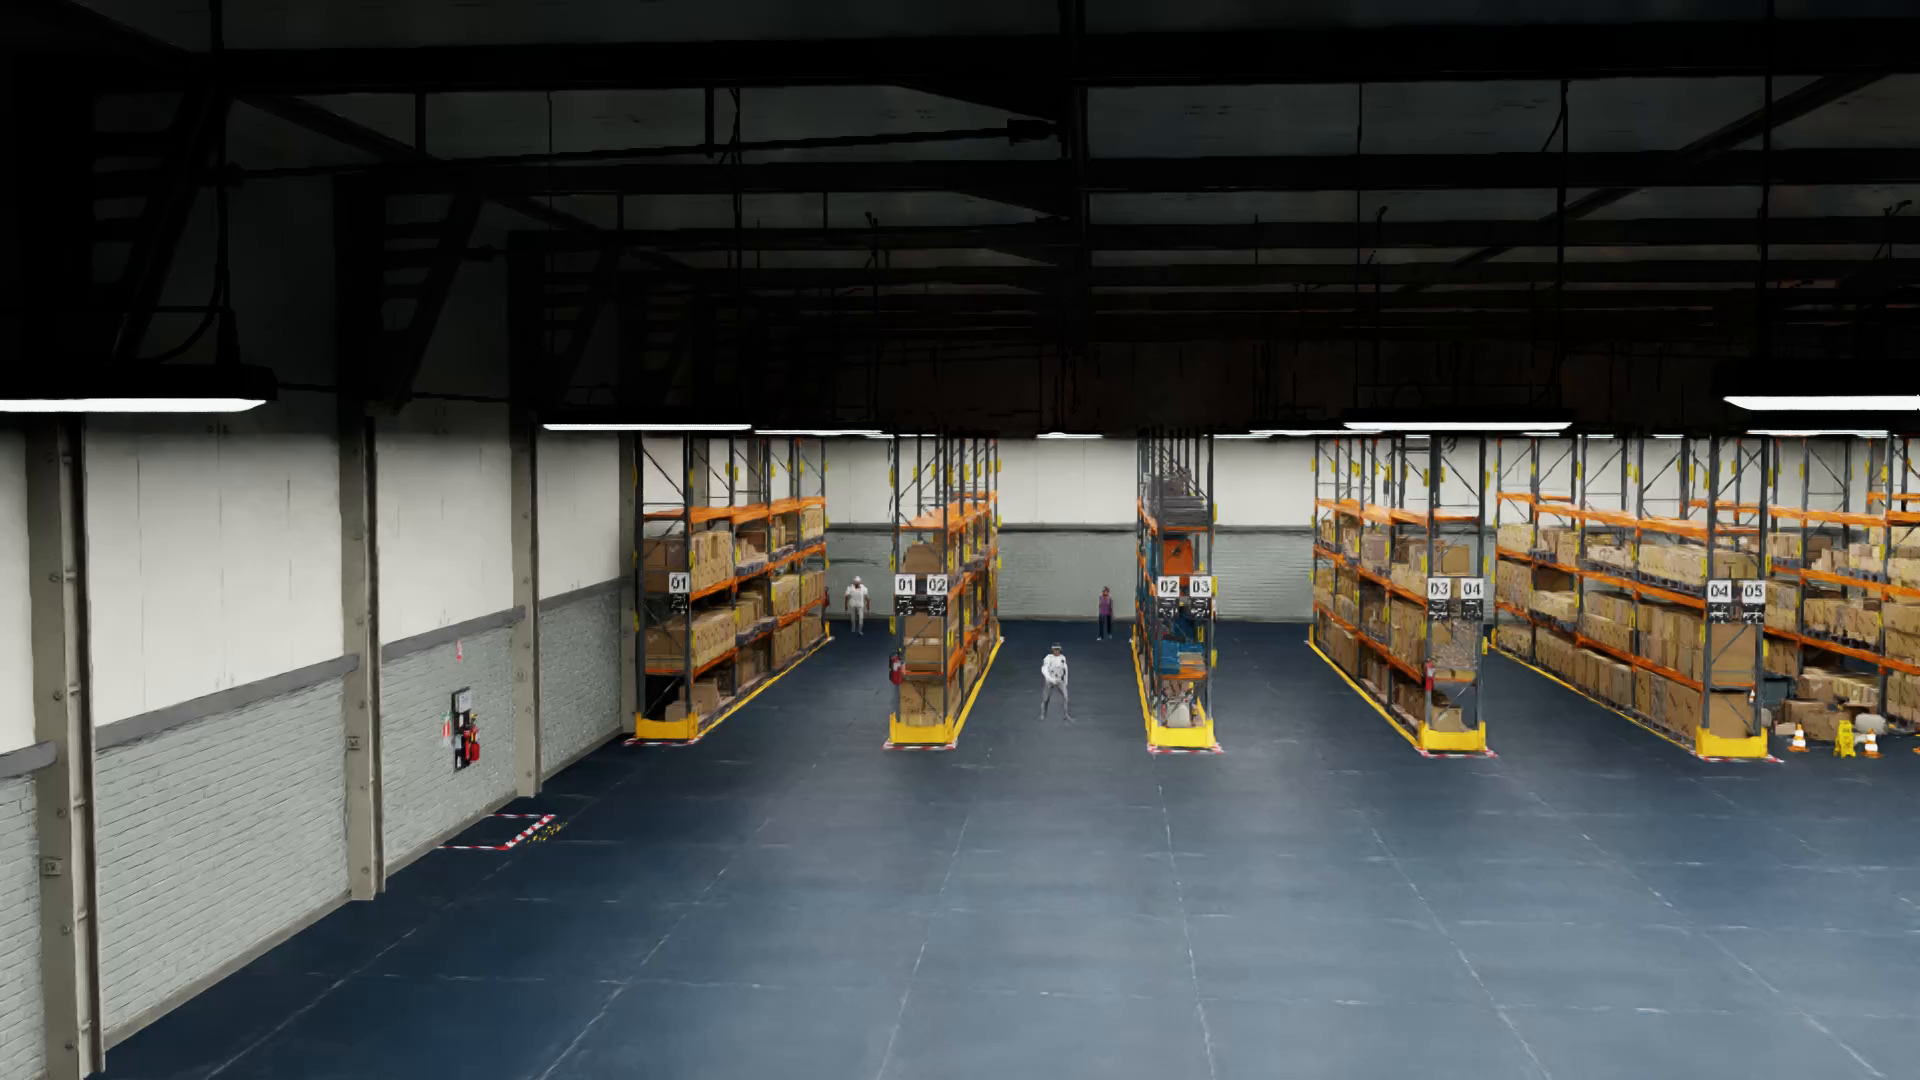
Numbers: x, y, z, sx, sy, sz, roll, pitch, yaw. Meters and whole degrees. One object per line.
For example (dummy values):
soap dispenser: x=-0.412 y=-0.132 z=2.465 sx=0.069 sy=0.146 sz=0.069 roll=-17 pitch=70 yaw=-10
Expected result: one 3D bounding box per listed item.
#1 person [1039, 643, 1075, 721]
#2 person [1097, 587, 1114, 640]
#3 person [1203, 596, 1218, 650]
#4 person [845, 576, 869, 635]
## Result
person: x=1.940 y=2.869 z=33.921 sx=0.638 sy=1.607 sz=0.814 roll=-1 pitch=4 yaw=-12
person: x=4.187 y=2.092 z=47.640 sx=0.444 sy=1.515 sz=1.020 roll=1 pitch=3 yaw=12
person: x=6.812 y=2.168 z=45.071 sx=0.417 sy=1.677 sz=0.502 roll=-2 pitch=4 yaw=-25
person: x=-3.030 y=1.916 z=49.029 sx=0.711 sy=1.732 sz=0.682 roll=0 pitch=3 yaw=-4
